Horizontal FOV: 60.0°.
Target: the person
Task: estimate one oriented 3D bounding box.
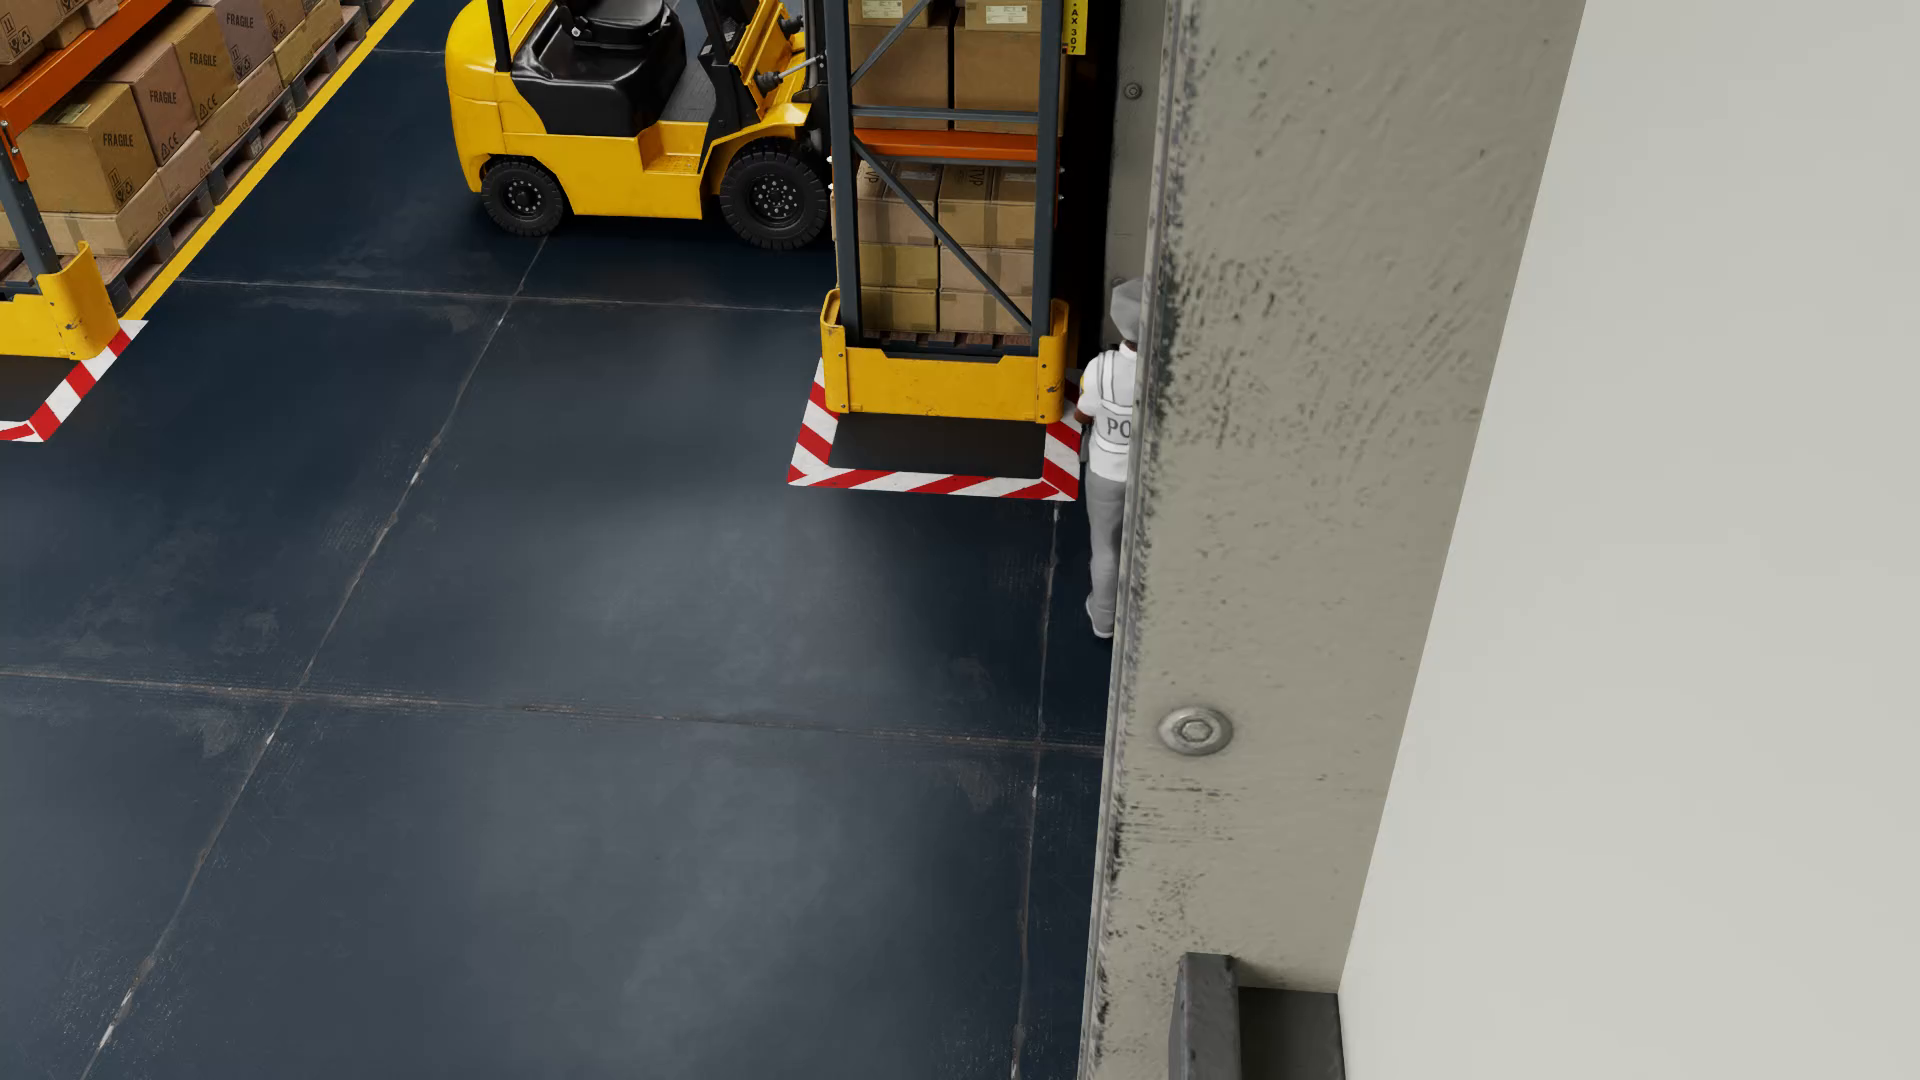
[{"bbox_3d":[0.677,-0.331,6.517,0.489,1.695,0.526,-1,40,-1],"label":"person"}]
